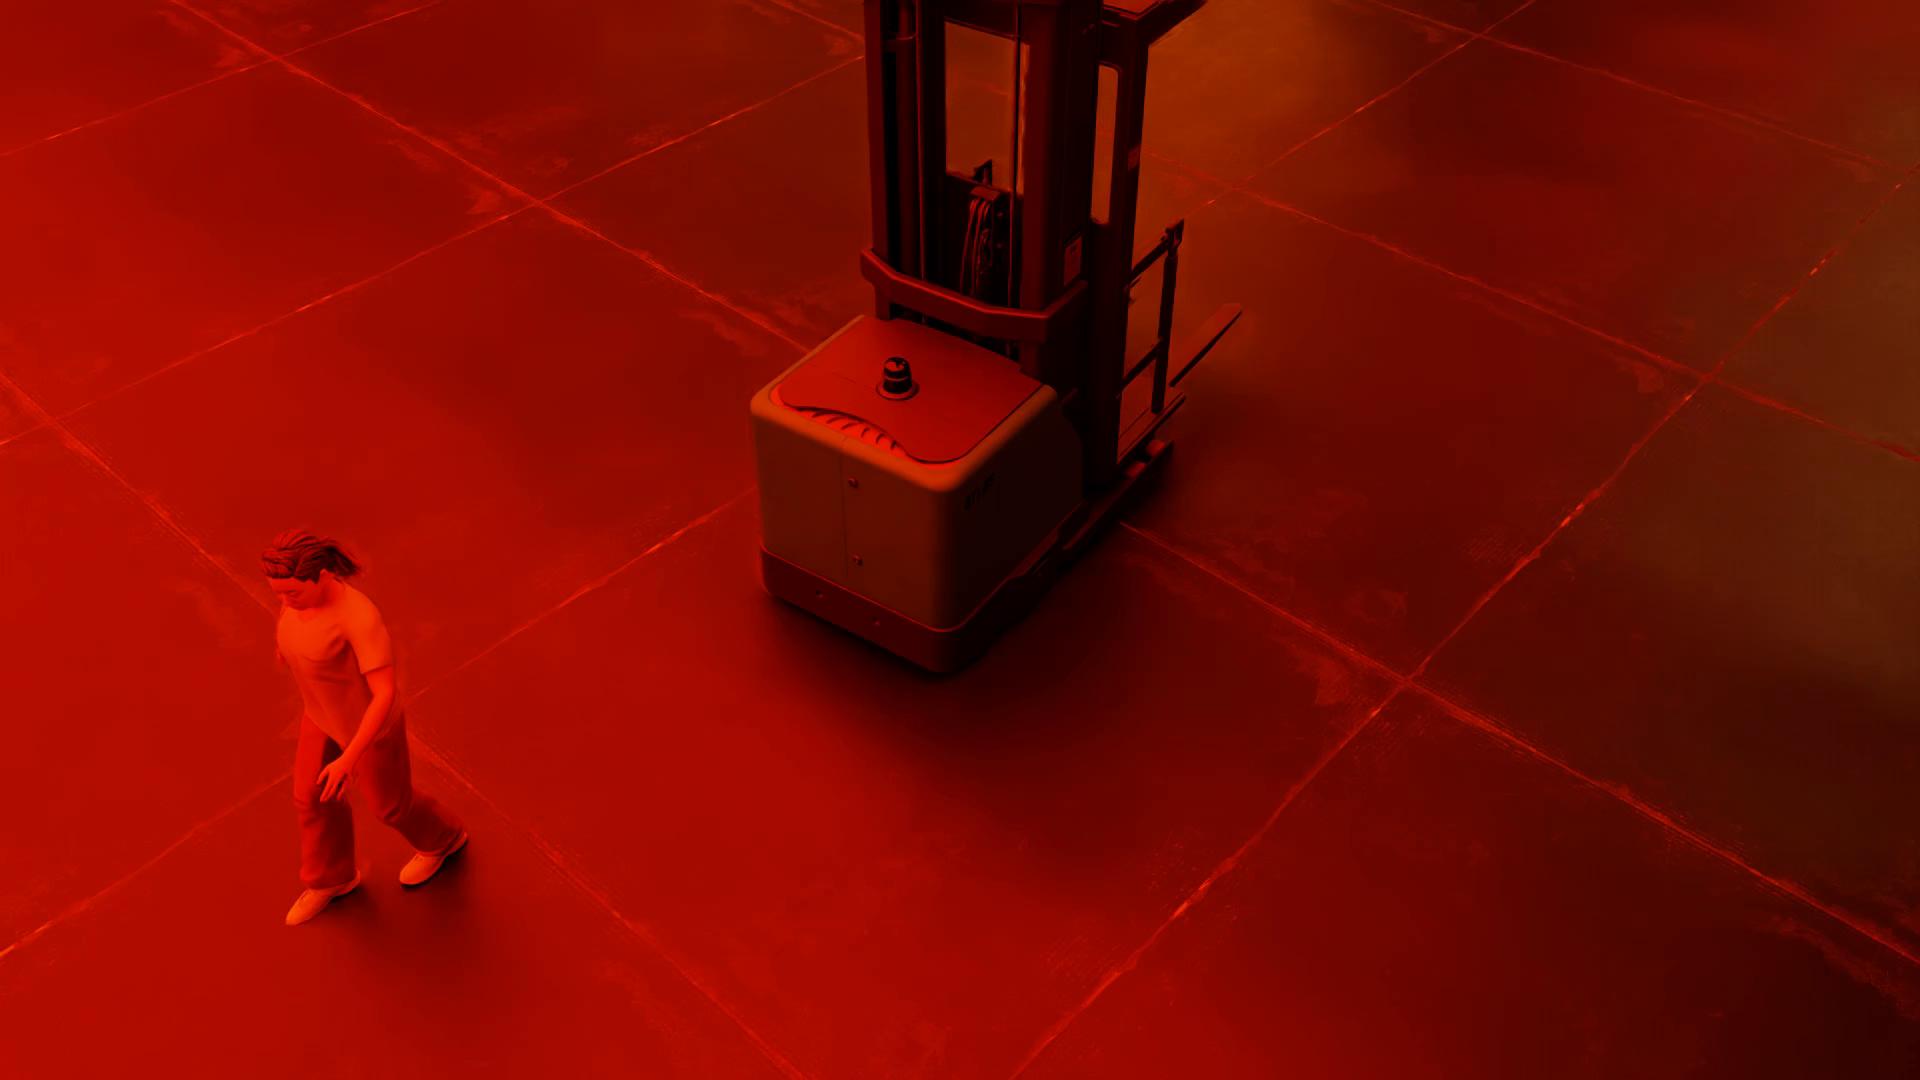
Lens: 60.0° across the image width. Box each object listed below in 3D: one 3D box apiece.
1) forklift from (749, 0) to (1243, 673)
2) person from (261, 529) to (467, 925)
[{"bbox_3d":[0.371,-1.485,7.159,1.130,2.935,3.031,24,46,25],"label":"forklift"},{"bbox_3d":[-2.169,0.652,5.679,0.904,1.679,0.680,28,48,29],"label":"person"}]
